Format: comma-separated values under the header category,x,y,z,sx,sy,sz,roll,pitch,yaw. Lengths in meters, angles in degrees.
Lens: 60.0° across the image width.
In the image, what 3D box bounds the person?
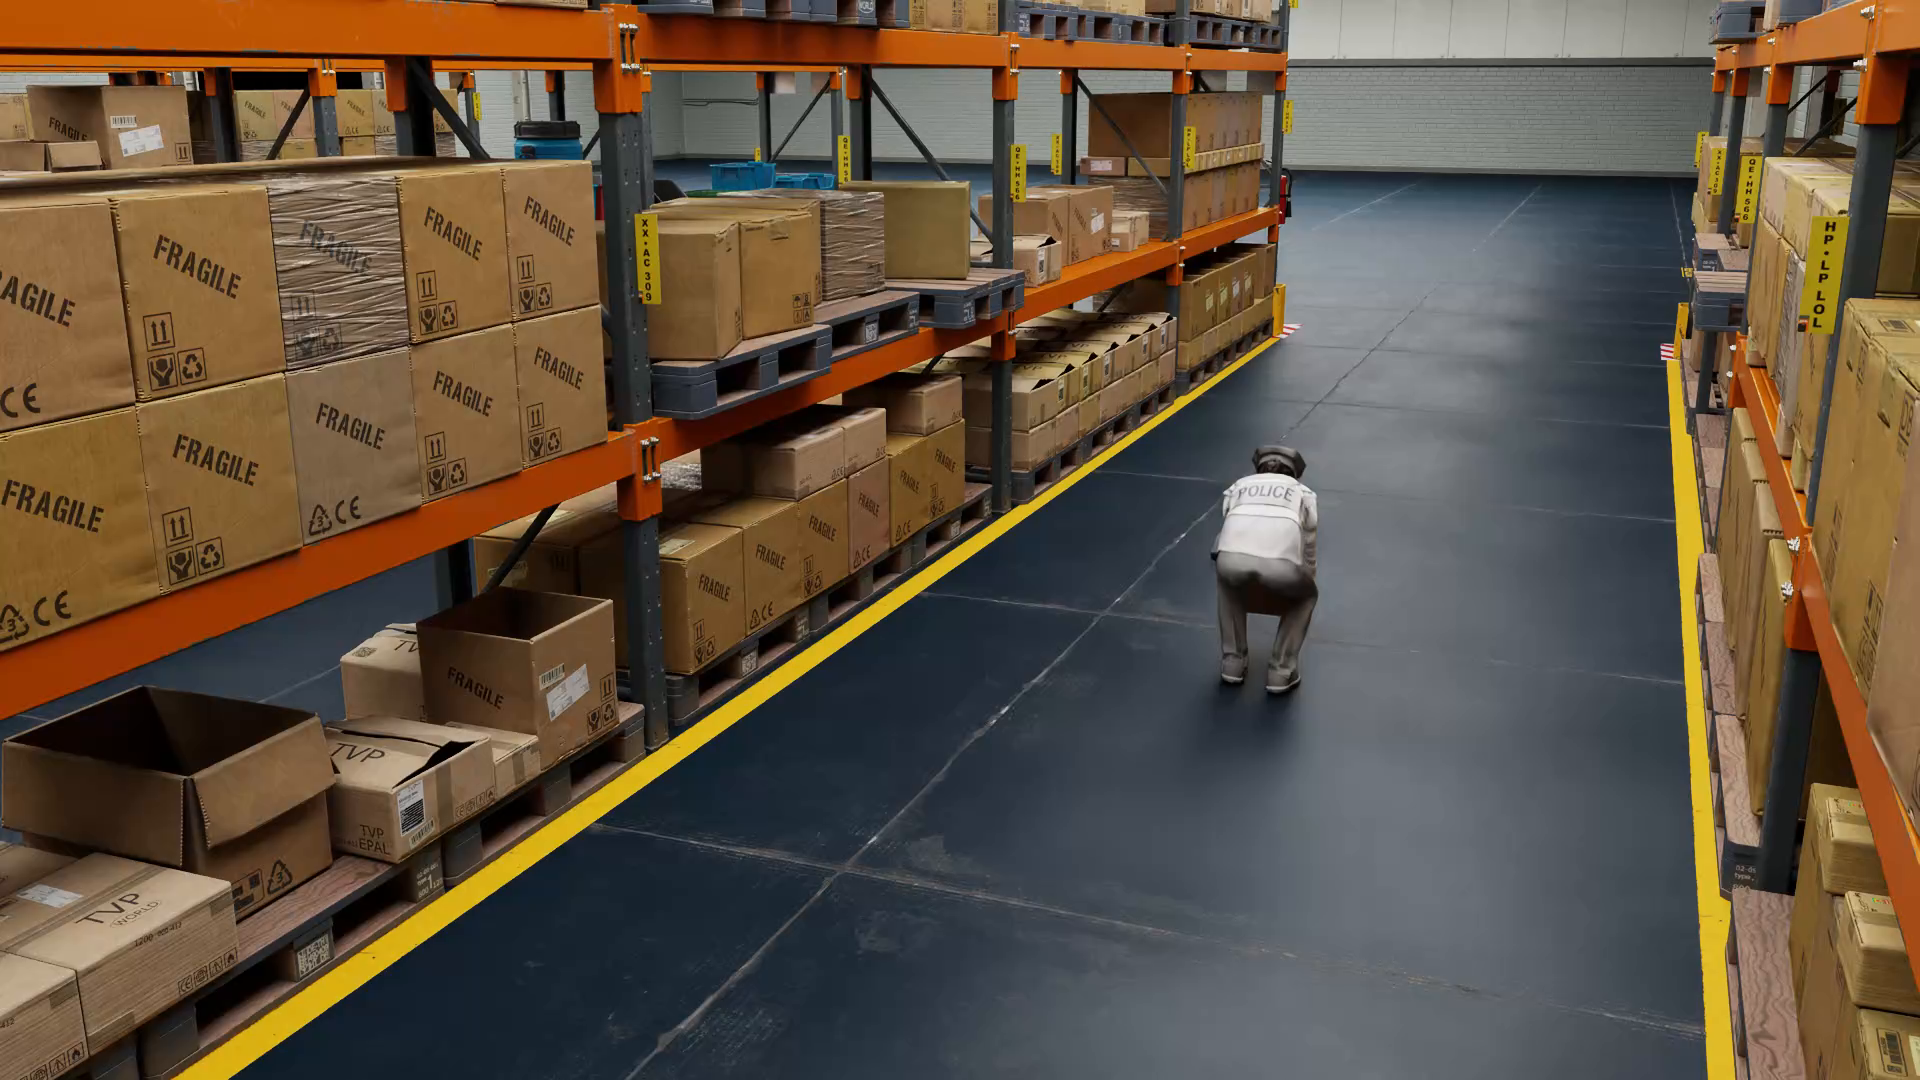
category,x,y,z,sx,sy,sz,roll,pitch,yaw
person,1.364,0.121,7.374,0.456,0.981,0.906,5,16,19
